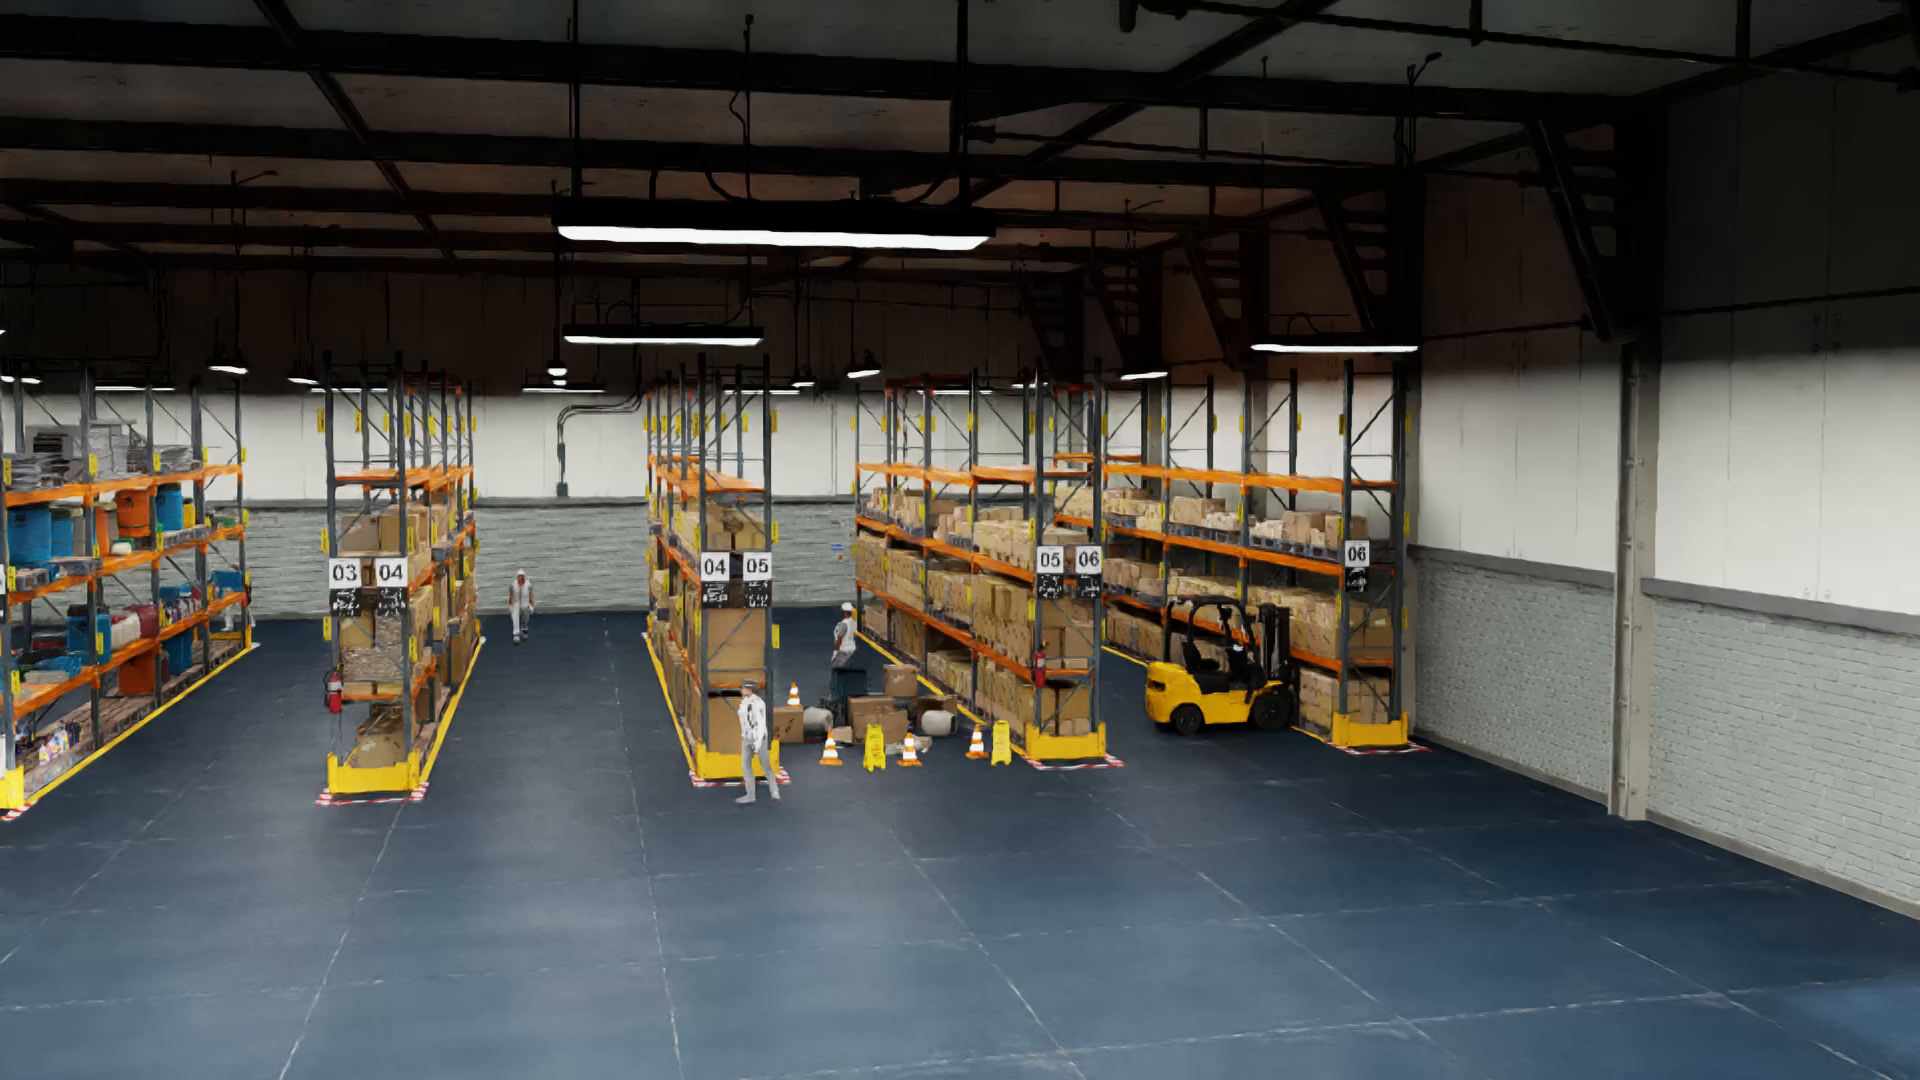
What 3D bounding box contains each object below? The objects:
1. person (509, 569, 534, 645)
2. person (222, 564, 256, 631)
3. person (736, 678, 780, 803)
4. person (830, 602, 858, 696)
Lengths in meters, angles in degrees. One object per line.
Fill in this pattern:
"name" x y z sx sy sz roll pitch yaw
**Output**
"person" -9.990 1.498 37.891 0.550 1.709 1.128 -1 4 -15
"person" -17.521 1.386 40.404 0.494 1.609 0.954 1 4 8
"person" -2.692 2.638 22.082 0.510 1.656 0.591 4 5 43
"person" -2.112 2.008 30.064 0.584 1.778 0.662 1 4 16
